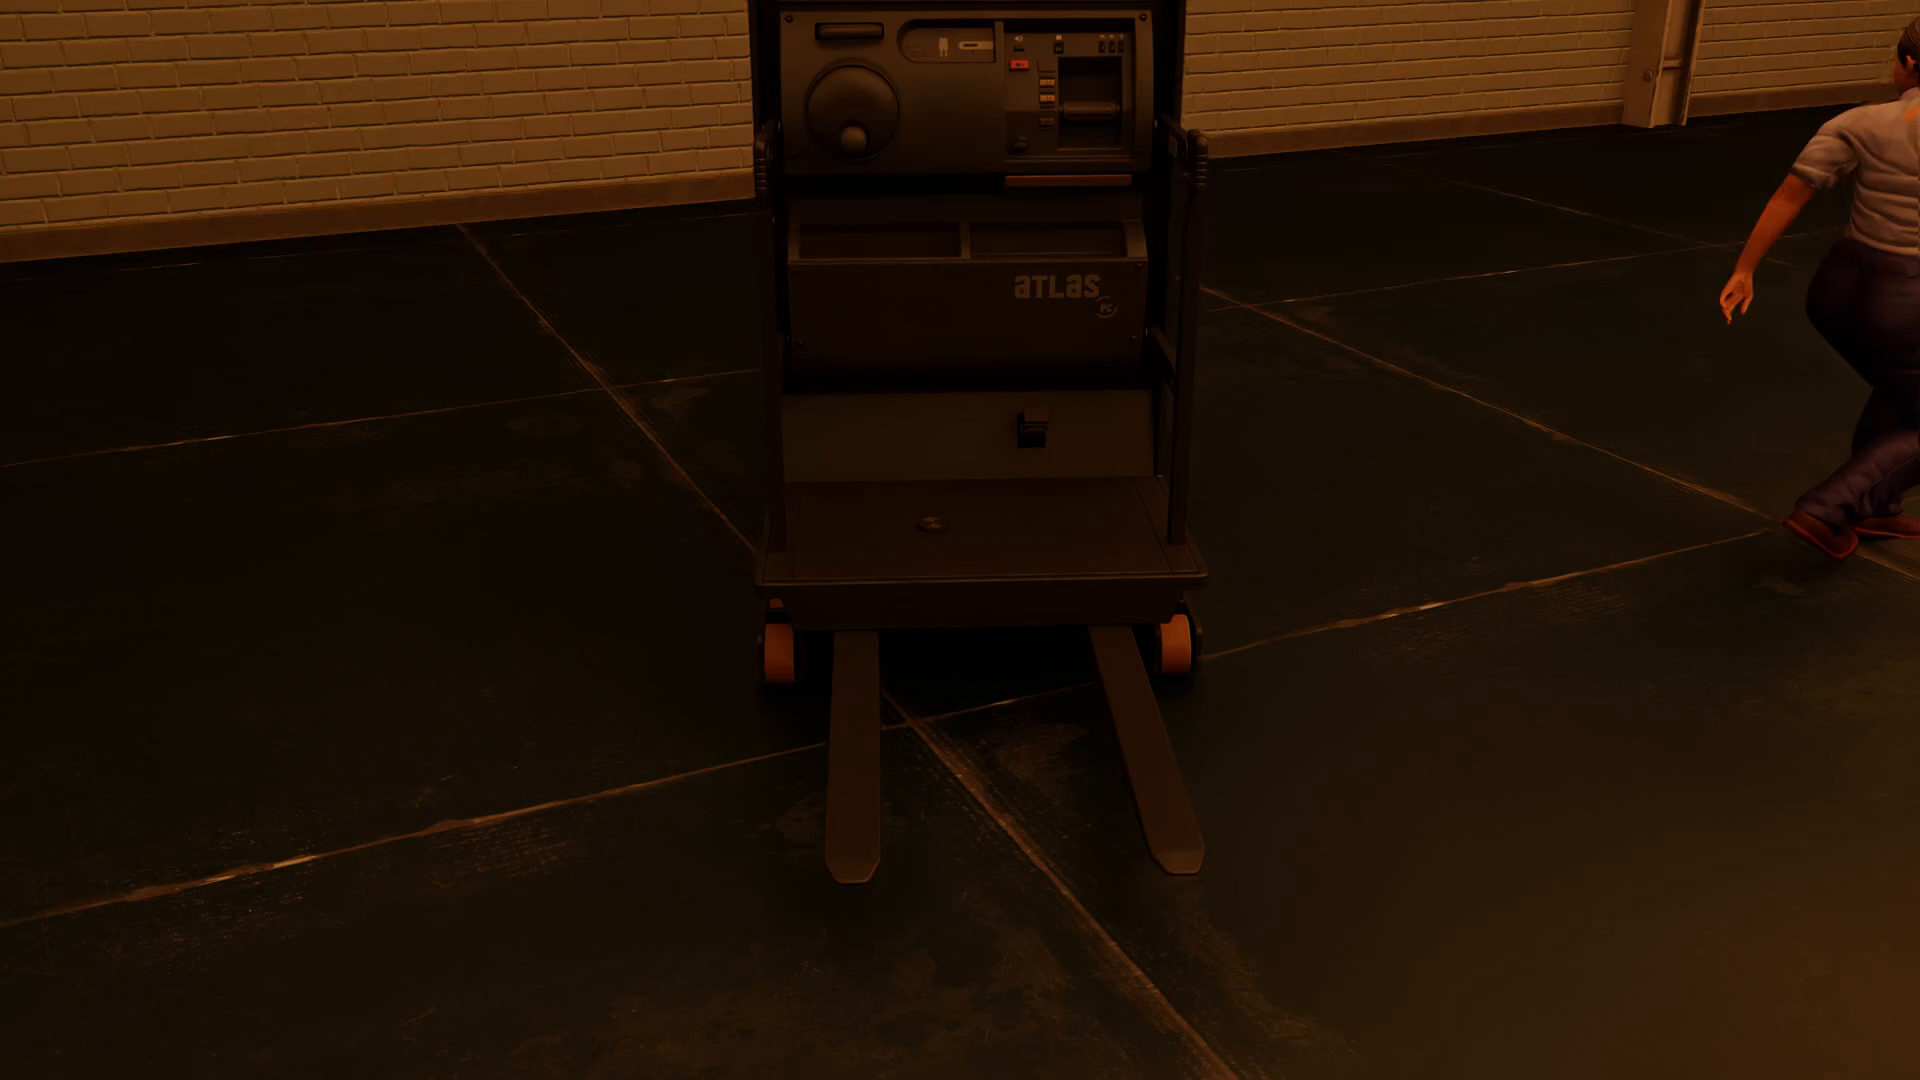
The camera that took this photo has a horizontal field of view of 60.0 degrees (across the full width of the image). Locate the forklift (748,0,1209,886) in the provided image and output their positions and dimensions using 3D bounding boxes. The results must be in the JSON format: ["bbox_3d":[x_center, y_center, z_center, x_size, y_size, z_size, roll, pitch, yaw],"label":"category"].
[{"bbox_3d":[0.032,-1.110,3.959,1.130,2.935,3.031,-1,23,-3],"label":"forklift"}]

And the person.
[{"bbox_3d":[2.660,-0.695,4.769,0.776,1.574,0.533,-9,24,-20],"label":"person"}]
